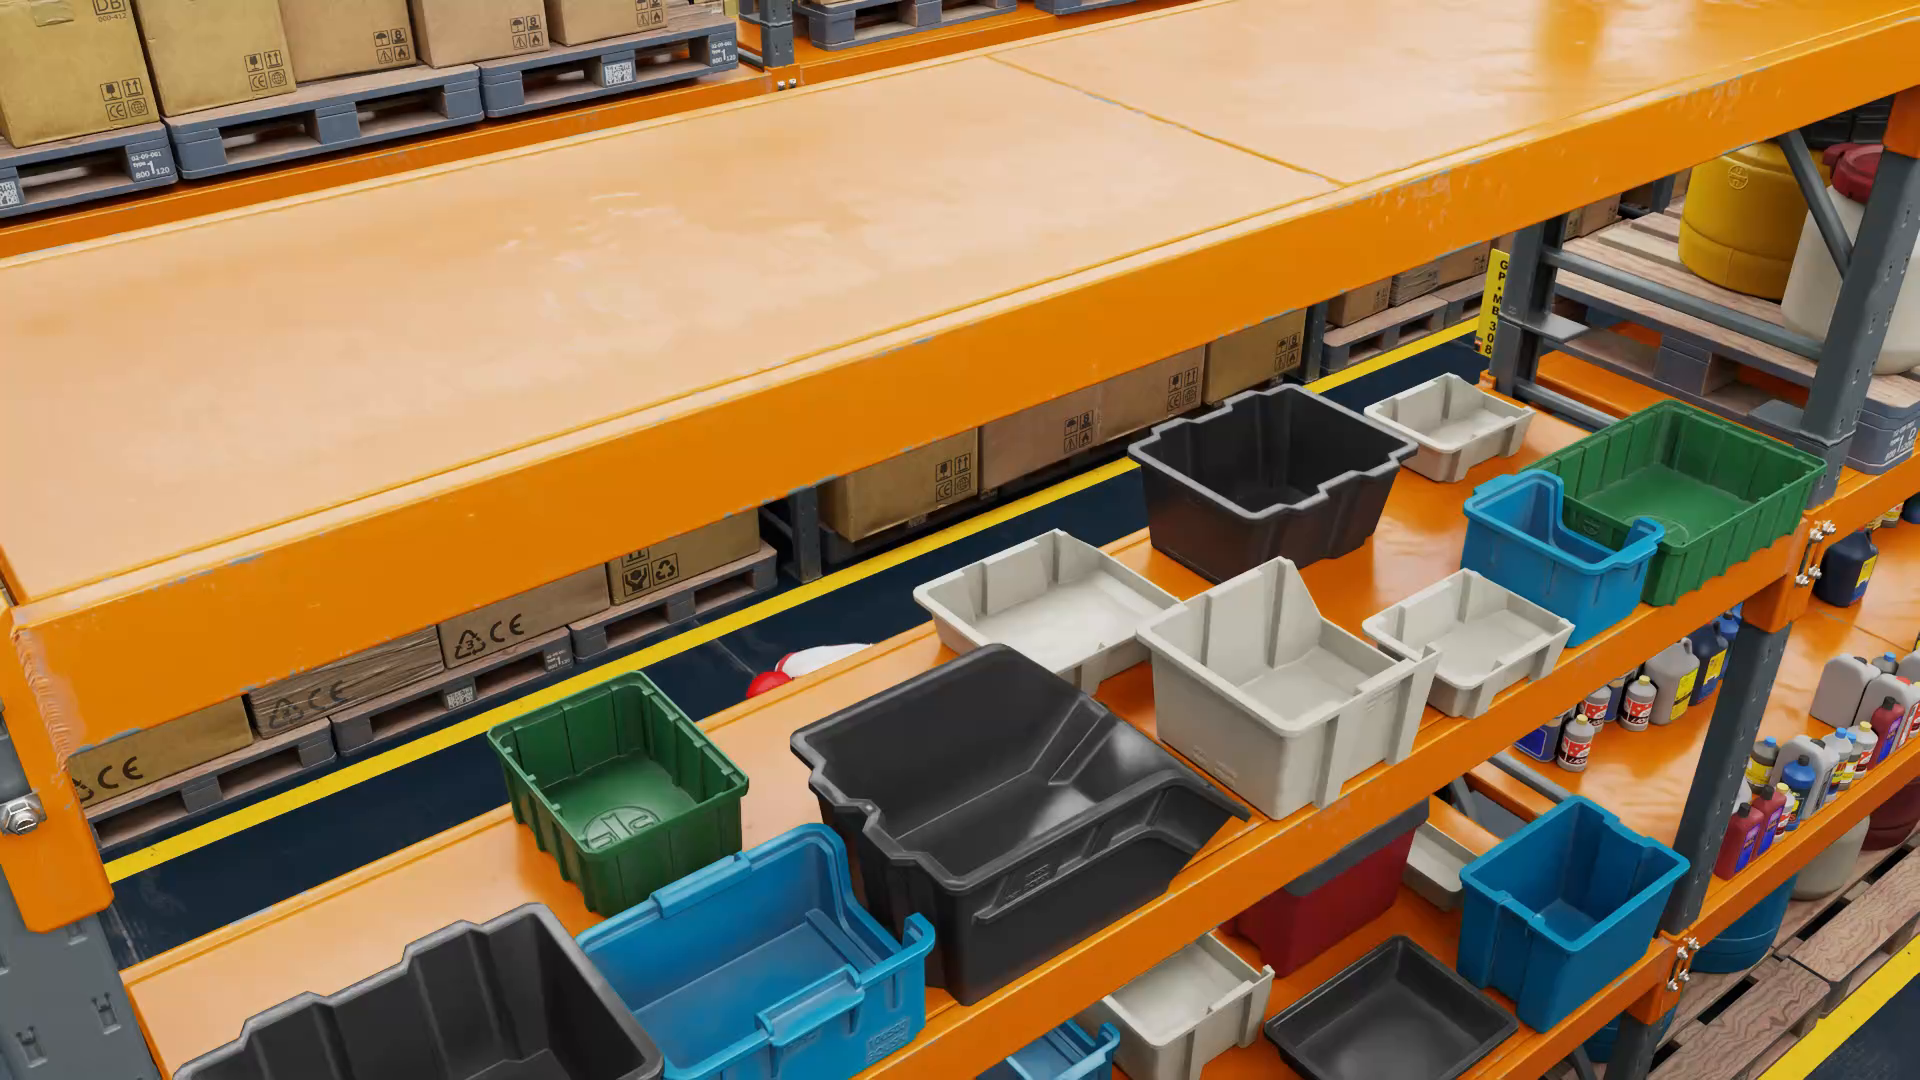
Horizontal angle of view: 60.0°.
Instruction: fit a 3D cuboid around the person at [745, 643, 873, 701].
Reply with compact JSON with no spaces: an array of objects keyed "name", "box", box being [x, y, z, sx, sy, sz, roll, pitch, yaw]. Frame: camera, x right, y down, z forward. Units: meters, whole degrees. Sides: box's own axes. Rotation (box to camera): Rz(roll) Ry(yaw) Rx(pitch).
[{"name":"person","box":[-0.562,0.809,7.409,0.896,0.877,0.557,-22,38,-31]}]
